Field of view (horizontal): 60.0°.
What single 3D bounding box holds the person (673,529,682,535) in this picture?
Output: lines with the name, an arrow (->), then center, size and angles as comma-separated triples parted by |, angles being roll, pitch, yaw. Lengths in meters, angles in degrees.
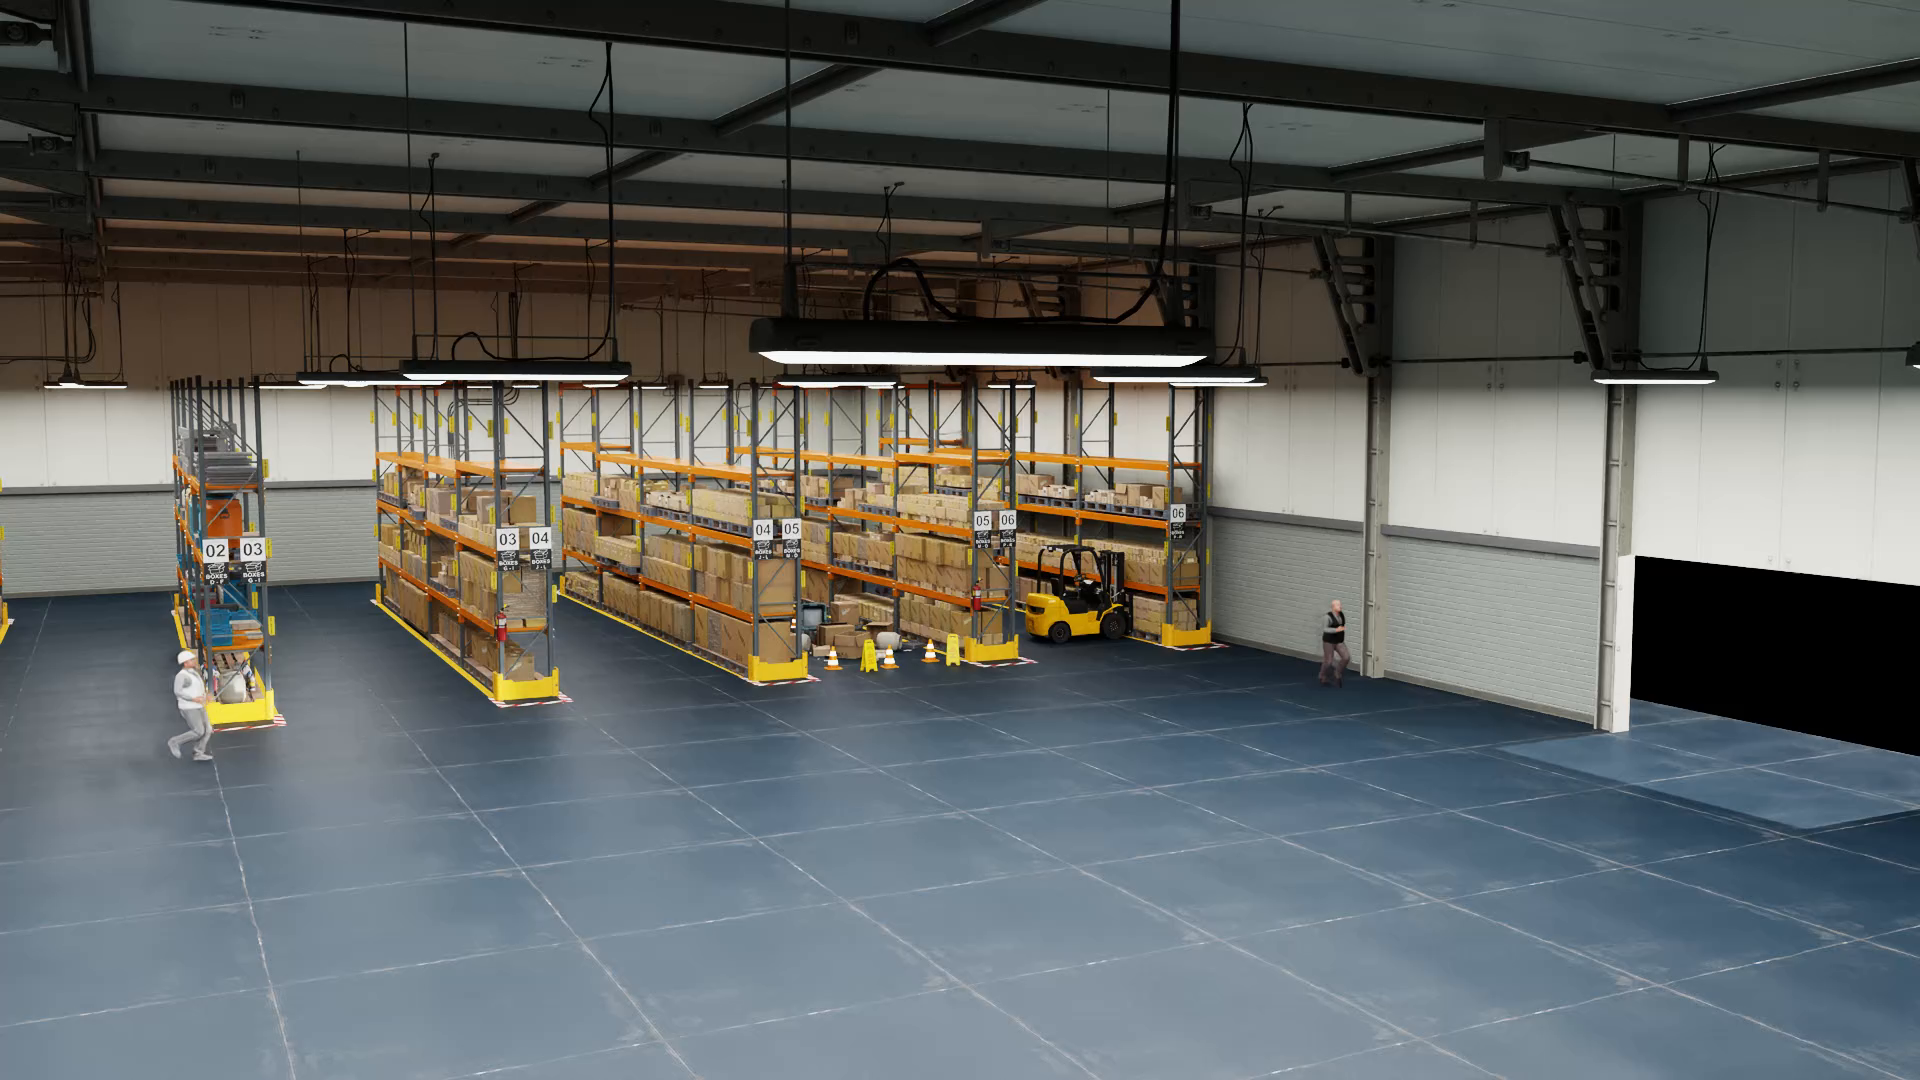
person -> -8.538, 0.390, 49.982 | 0.736, 1.816, 0.641 | -3, 6, -28

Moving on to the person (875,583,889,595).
person -> -2.135, 0.692, 44.691 | 0.584, 1.738, 0.654 | -3, 6, -28

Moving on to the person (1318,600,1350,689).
person -> 7.239, 2.008, 32.189 | 0.681, 1.724, 0.816 | -3, 6, -28

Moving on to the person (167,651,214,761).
person -> -11.929, 2.574, 25.757 | 0.625, 1.723, 0.661 | 0, 5, -4
